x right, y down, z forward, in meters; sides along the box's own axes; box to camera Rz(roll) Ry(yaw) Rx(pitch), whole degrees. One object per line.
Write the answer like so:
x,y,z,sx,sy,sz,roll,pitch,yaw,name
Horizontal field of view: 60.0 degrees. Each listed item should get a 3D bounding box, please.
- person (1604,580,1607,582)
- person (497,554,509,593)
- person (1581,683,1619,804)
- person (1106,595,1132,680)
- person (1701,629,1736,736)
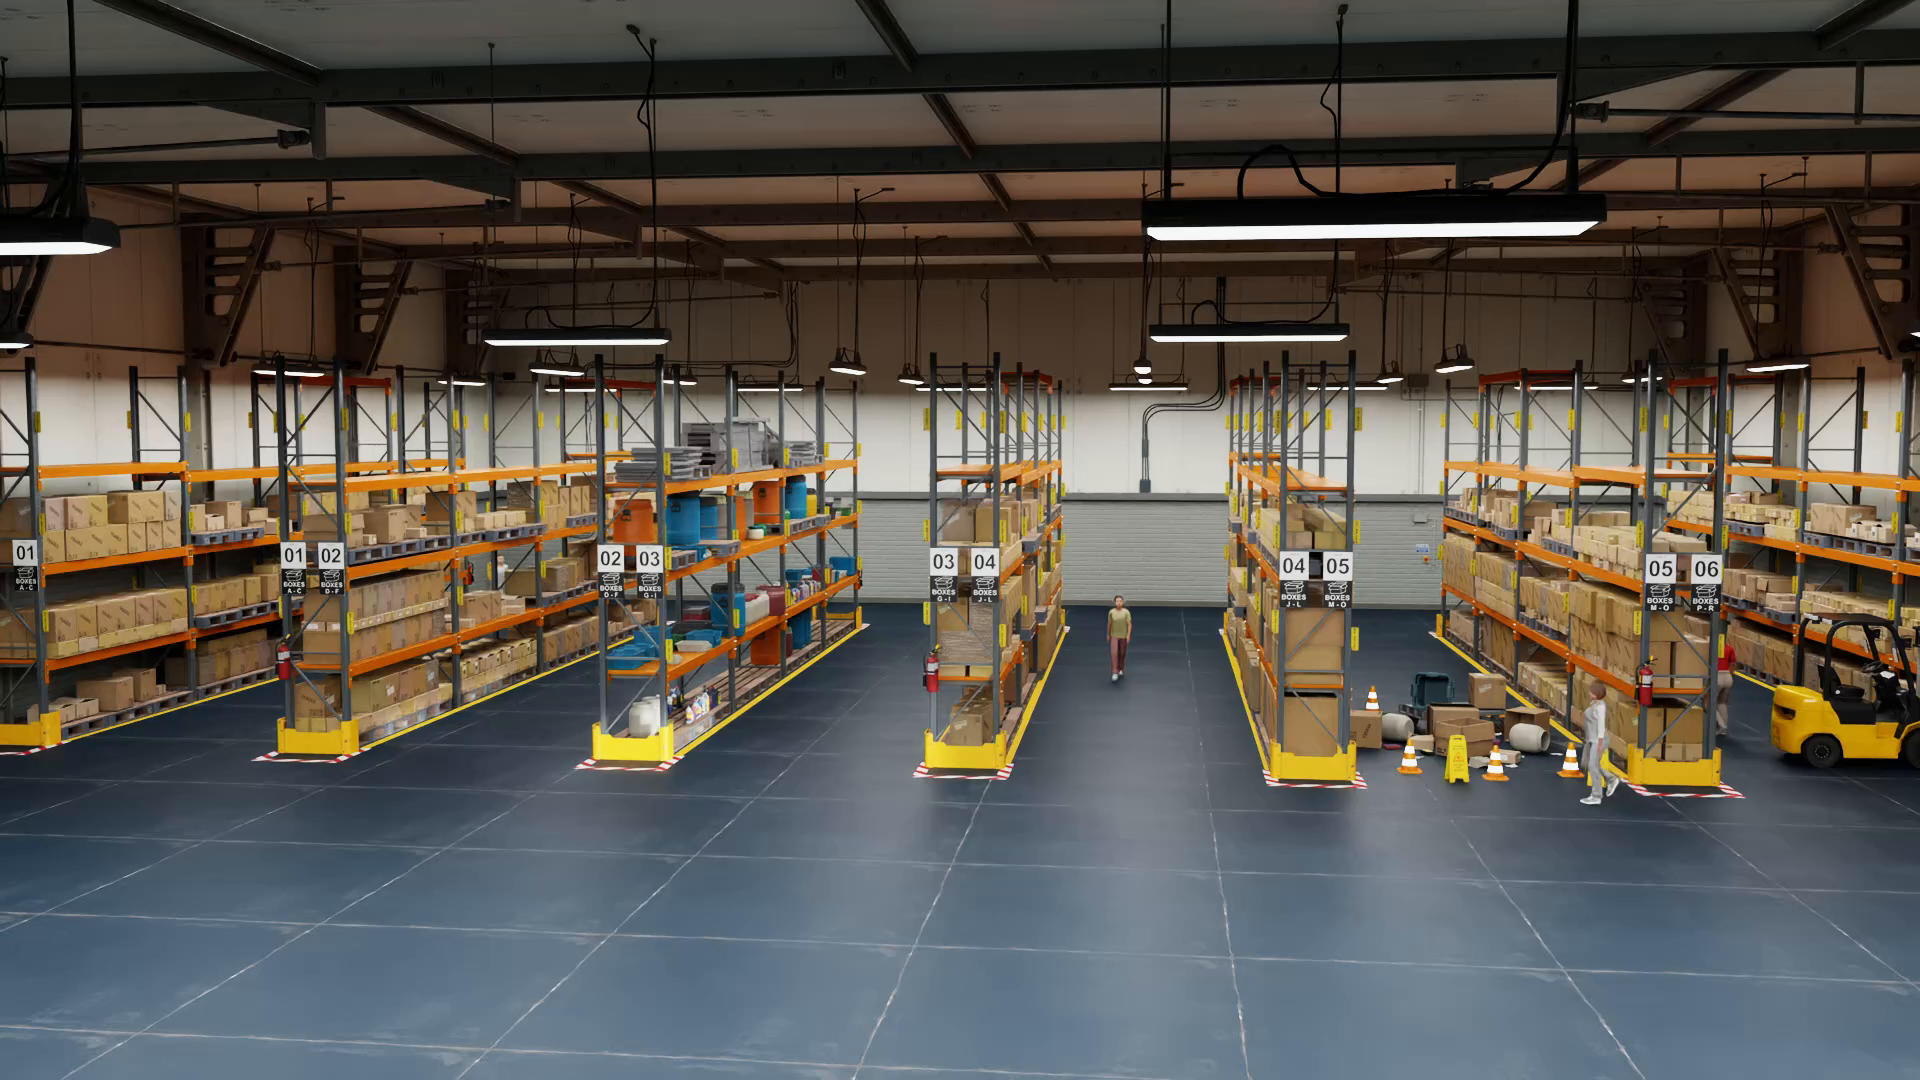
14.467,1.541,37.164,0.620,1.692,0.515,3,5,40,person
-11.719,1.169,42.440,0.449,1.640,0.819,-3,5,-38,person
8.392,2.655,21.750,0.537,1.589,0.415,0,4,3,person
3.110,1.882,32.326,0.465,1.600,1.044,0,4,-2,person
12.151,2.285,26.558,0.610,1.708,0.608,-1,4,-17,person
